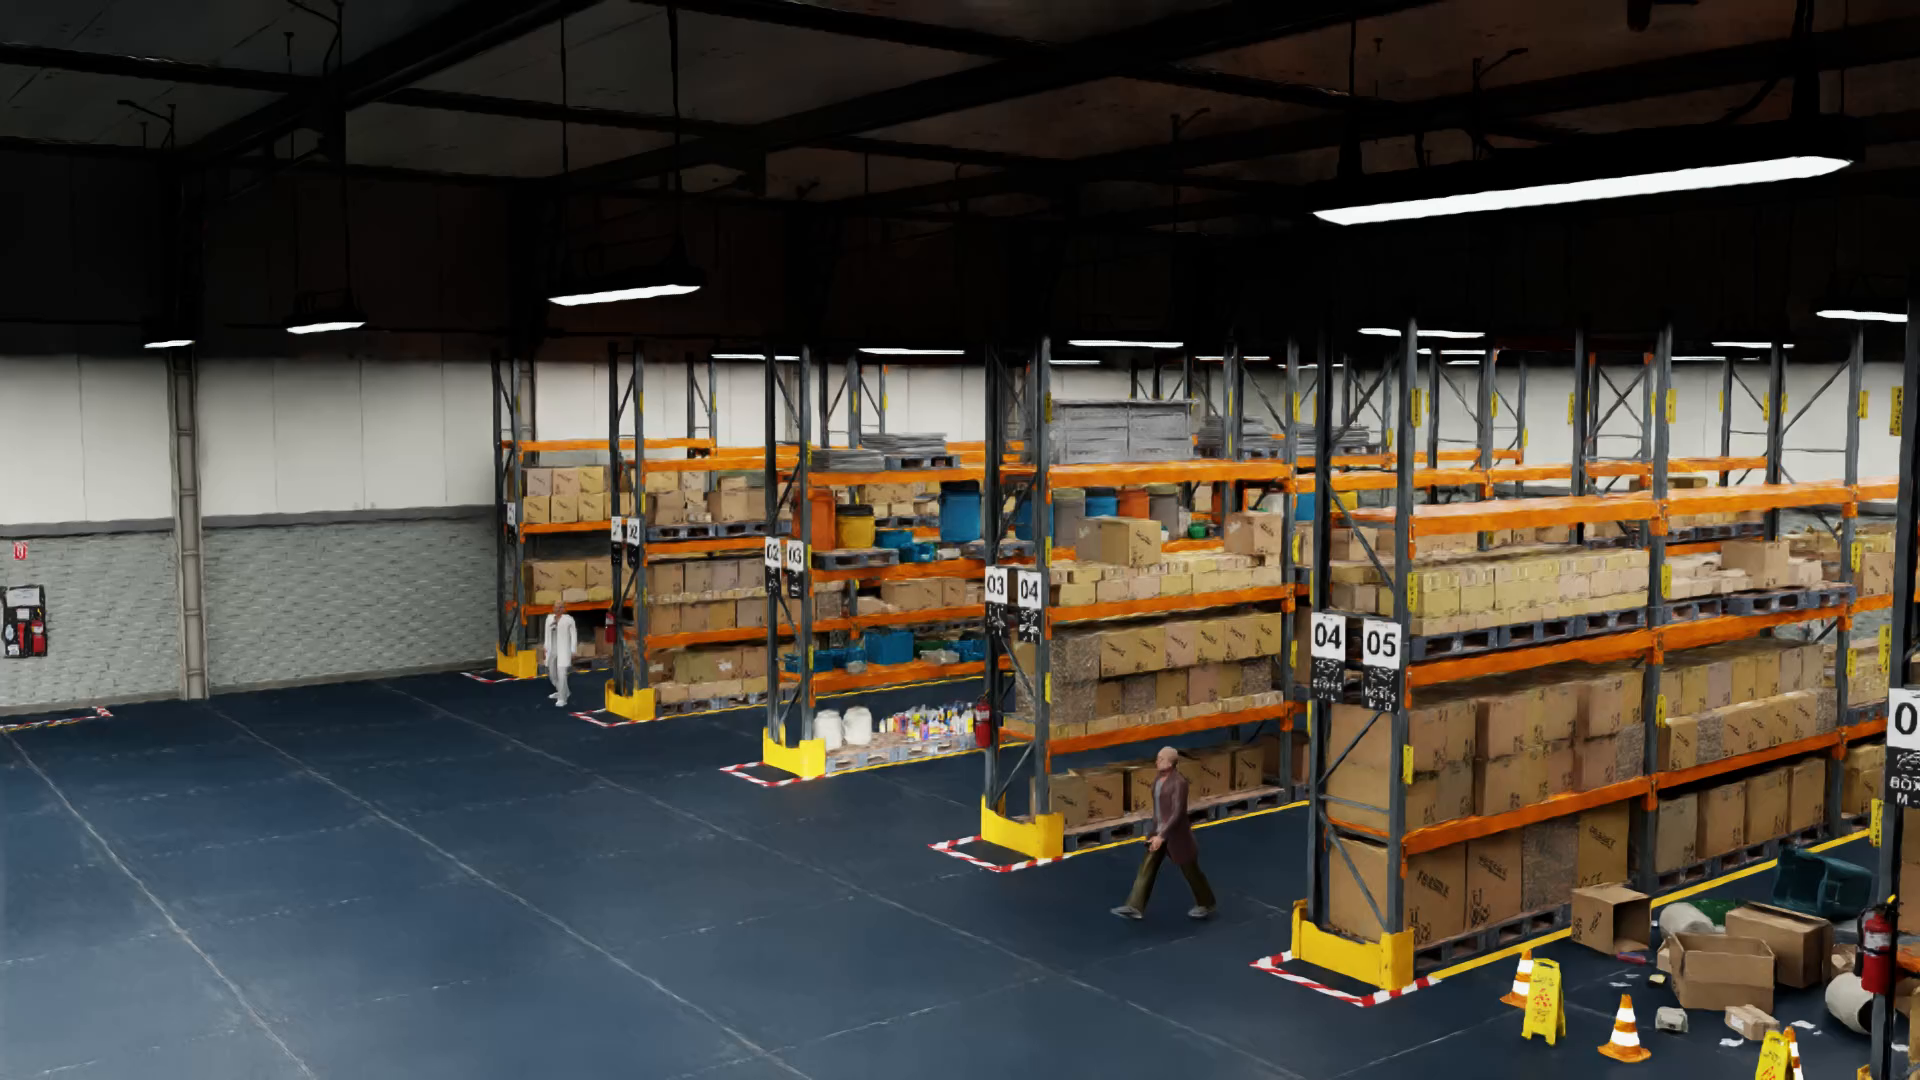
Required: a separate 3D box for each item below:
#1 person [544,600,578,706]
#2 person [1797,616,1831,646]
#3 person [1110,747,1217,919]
[{"bbox_3d":[-6.633,1.855,27.702,0.616,1.766,0.608,2,5,18],"label":"person"},{"bbox_3d":[15.863,1.591,30.992,0.679,1.705,0.768,3,6,32],"label":"person"},{"bbox_3d":[2.032,2.965,16.266,1.103,1.518,0.573,-3,6,-28],"label":"person"}]
